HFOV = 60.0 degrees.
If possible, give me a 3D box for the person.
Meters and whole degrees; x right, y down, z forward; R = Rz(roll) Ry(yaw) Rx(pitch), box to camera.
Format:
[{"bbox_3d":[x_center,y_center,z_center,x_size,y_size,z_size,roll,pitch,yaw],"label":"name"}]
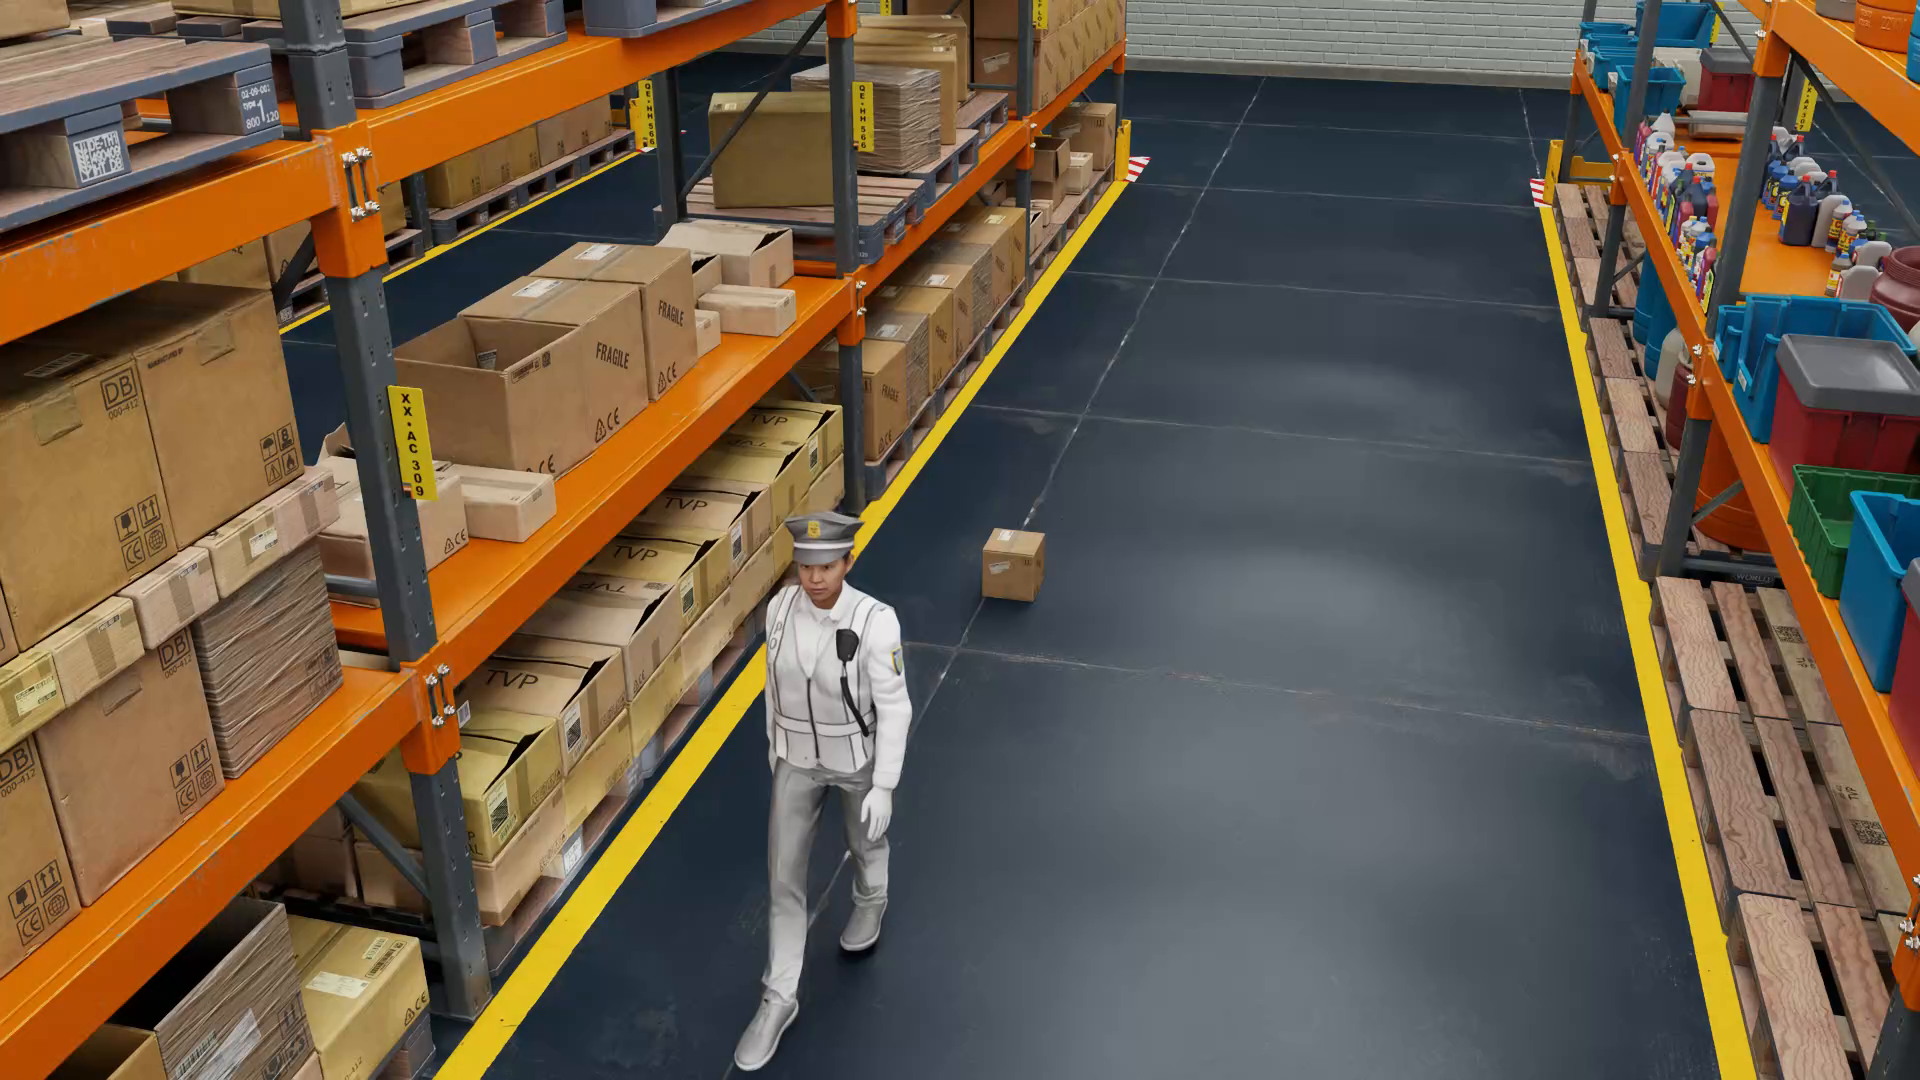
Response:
[{"bbox_3d":[-0.409,0.709,5.074,0.520,1.672,0.865,6,26,13],"label":"person"}]
